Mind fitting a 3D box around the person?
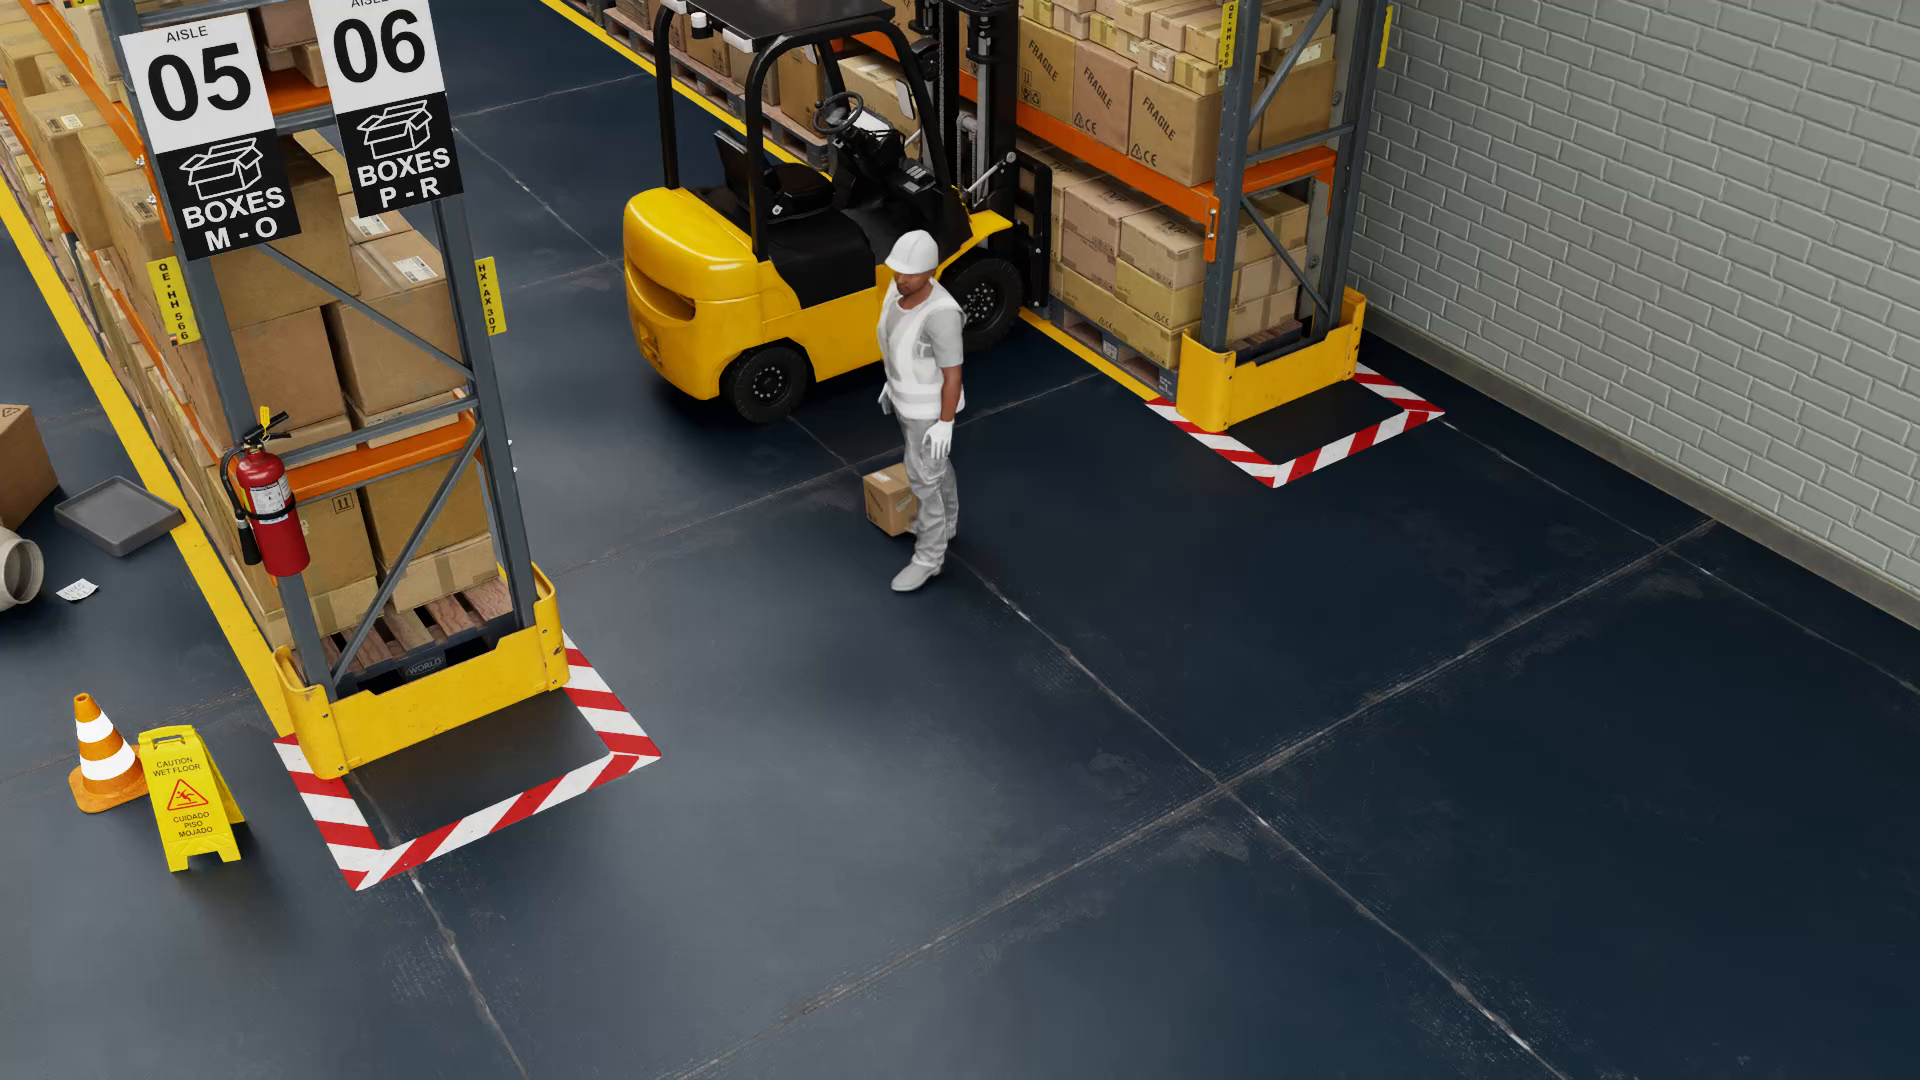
[{"bbox_3d":[-0.188,-0.641,7.841,0.483,1.791,0.581,-13,38,-17],"label":"person"}]
